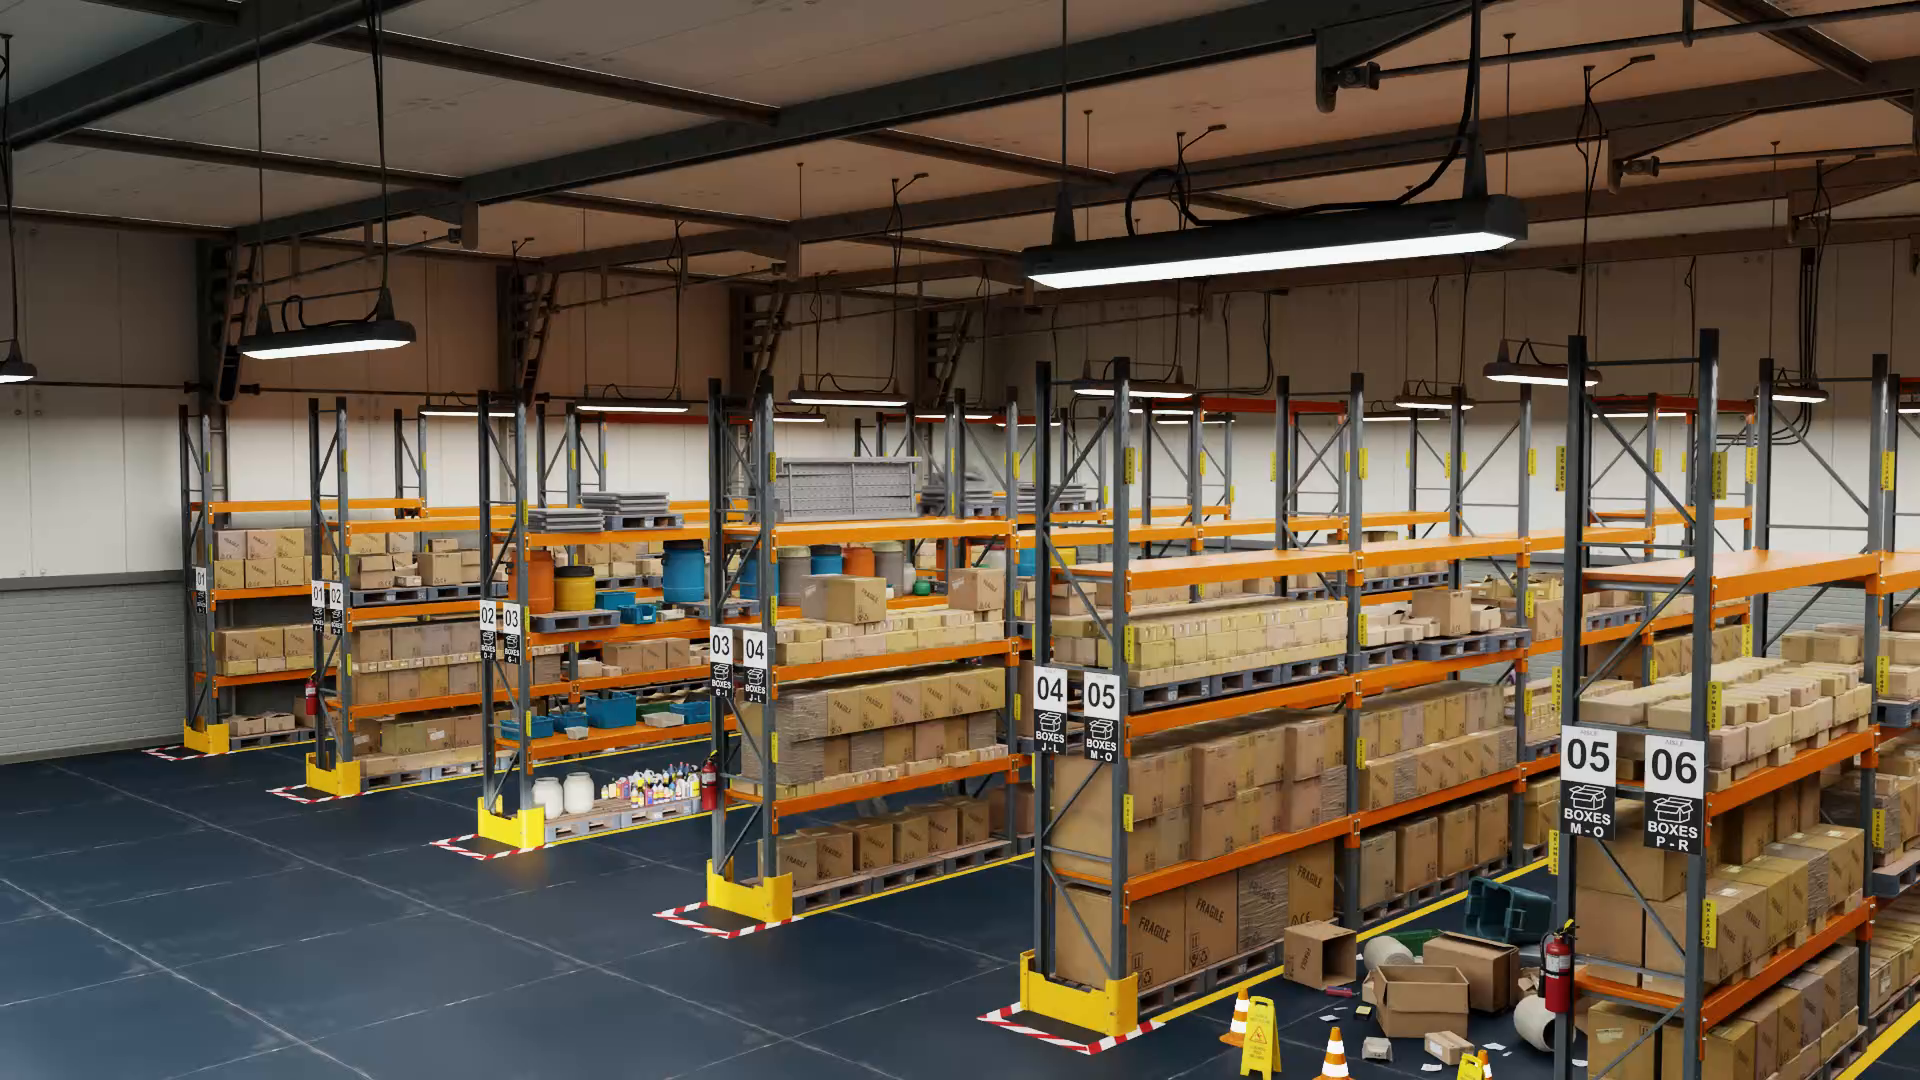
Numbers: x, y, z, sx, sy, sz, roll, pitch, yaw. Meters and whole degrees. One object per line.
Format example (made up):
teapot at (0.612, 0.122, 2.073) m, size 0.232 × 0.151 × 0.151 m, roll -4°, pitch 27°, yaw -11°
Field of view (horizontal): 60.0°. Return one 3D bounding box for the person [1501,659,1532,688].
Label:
person at (10.022, 2.838, 29.739) m, size 0.540 × 1.534 × 0.504 m, roll 0°, pitch 3°, yaw -8°

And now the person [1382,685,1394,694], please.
person at (6.545, 3.020, 25.417) m, size 0.562 × 1.609 × 0.581 m, roll 3°, pitch 4°, yaw 44°

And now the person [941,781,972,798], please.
person at (-0.124, 3.057, 23.379) m, size 0.683 × 1.741 × 0.585 m, roll 3°, pitch 4°, yaw 40°

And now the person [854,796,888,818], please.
person at (-1.191, 3.157, 22.447) m, size 0.603 × 1.756 × 0.629 m, roll 2°, pitch 4°, yaw 39°
